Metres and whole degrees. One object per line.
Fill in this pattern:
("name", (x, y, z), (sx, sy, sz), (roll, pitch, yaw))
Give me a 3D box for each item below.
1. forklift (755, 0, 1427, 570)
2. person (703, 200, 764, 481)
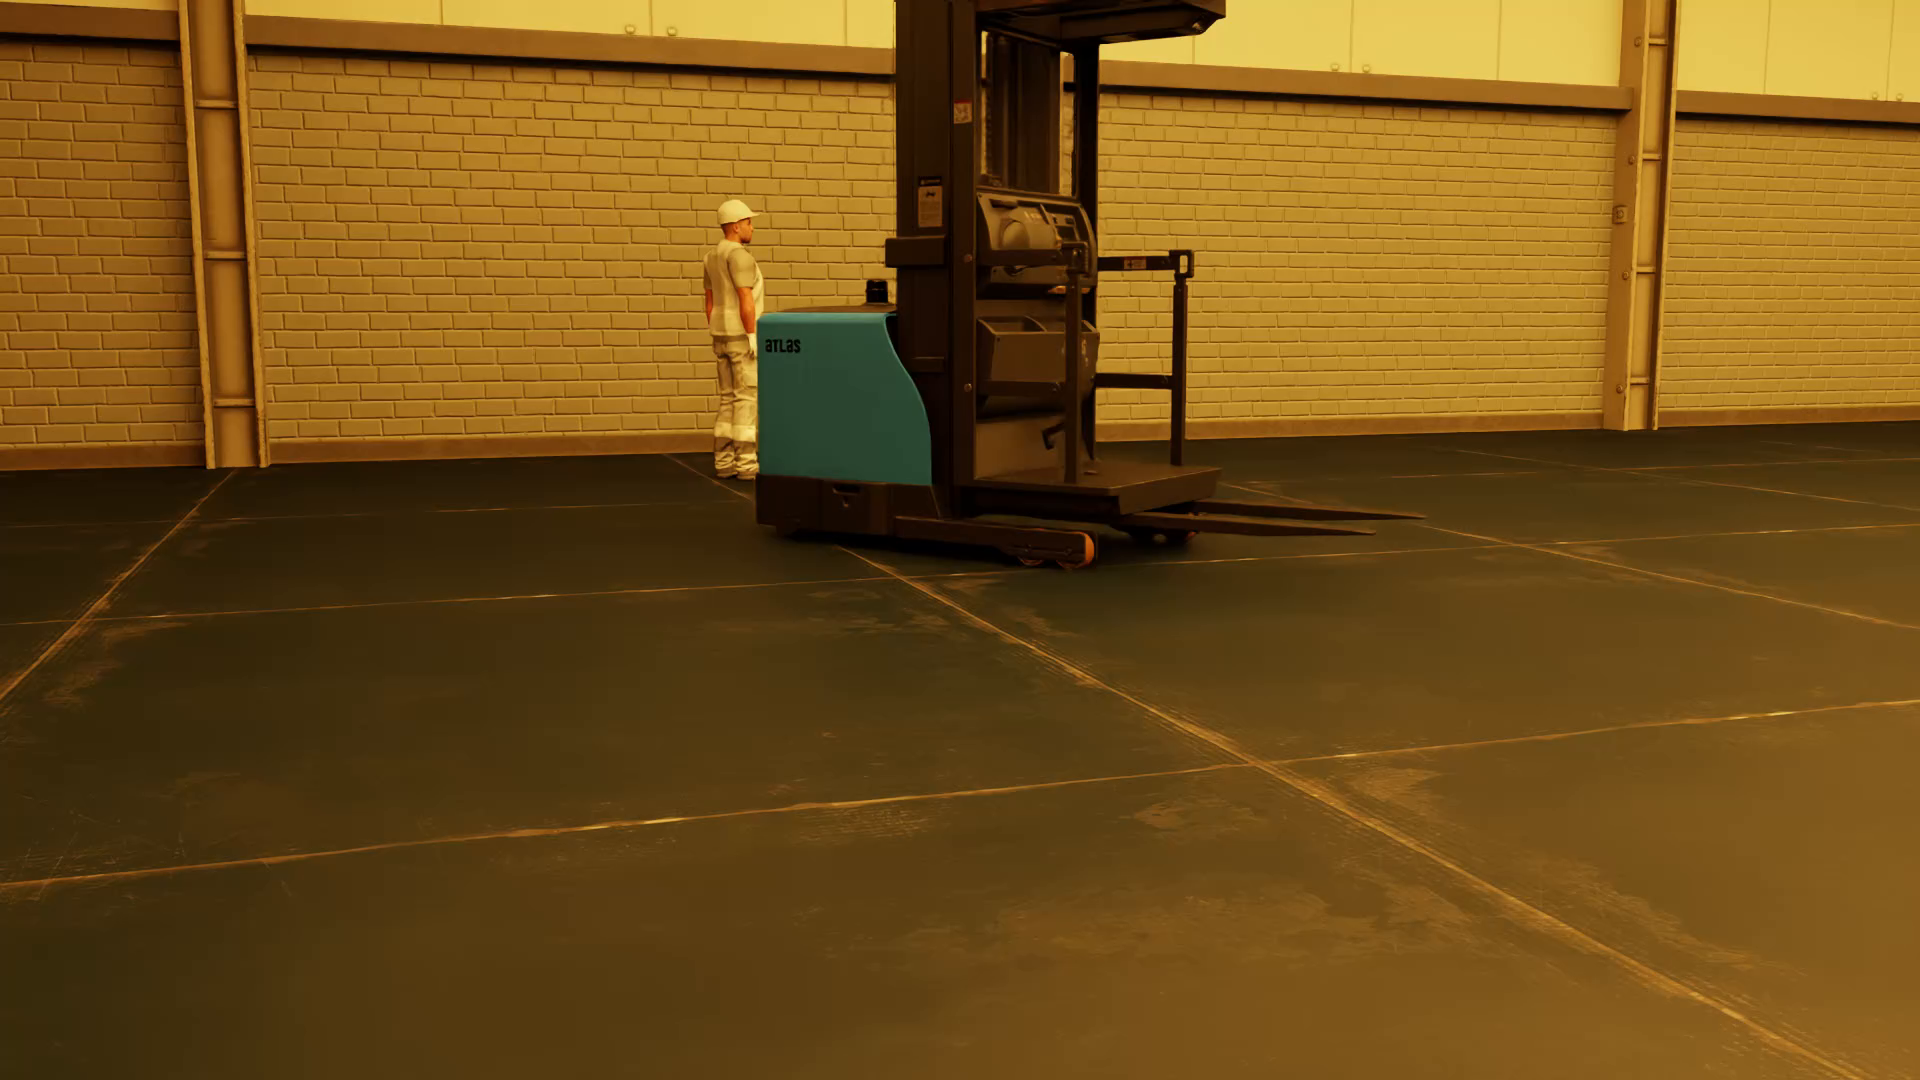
("forklift", (0.526, -1.408, 7.400), (3.031, 2.935, 1.130), (5, 9, 33))
("person", (-1.420, -1.293, 10.795), (0.364, 1.795, 0.580), (-5, 9, -35))
